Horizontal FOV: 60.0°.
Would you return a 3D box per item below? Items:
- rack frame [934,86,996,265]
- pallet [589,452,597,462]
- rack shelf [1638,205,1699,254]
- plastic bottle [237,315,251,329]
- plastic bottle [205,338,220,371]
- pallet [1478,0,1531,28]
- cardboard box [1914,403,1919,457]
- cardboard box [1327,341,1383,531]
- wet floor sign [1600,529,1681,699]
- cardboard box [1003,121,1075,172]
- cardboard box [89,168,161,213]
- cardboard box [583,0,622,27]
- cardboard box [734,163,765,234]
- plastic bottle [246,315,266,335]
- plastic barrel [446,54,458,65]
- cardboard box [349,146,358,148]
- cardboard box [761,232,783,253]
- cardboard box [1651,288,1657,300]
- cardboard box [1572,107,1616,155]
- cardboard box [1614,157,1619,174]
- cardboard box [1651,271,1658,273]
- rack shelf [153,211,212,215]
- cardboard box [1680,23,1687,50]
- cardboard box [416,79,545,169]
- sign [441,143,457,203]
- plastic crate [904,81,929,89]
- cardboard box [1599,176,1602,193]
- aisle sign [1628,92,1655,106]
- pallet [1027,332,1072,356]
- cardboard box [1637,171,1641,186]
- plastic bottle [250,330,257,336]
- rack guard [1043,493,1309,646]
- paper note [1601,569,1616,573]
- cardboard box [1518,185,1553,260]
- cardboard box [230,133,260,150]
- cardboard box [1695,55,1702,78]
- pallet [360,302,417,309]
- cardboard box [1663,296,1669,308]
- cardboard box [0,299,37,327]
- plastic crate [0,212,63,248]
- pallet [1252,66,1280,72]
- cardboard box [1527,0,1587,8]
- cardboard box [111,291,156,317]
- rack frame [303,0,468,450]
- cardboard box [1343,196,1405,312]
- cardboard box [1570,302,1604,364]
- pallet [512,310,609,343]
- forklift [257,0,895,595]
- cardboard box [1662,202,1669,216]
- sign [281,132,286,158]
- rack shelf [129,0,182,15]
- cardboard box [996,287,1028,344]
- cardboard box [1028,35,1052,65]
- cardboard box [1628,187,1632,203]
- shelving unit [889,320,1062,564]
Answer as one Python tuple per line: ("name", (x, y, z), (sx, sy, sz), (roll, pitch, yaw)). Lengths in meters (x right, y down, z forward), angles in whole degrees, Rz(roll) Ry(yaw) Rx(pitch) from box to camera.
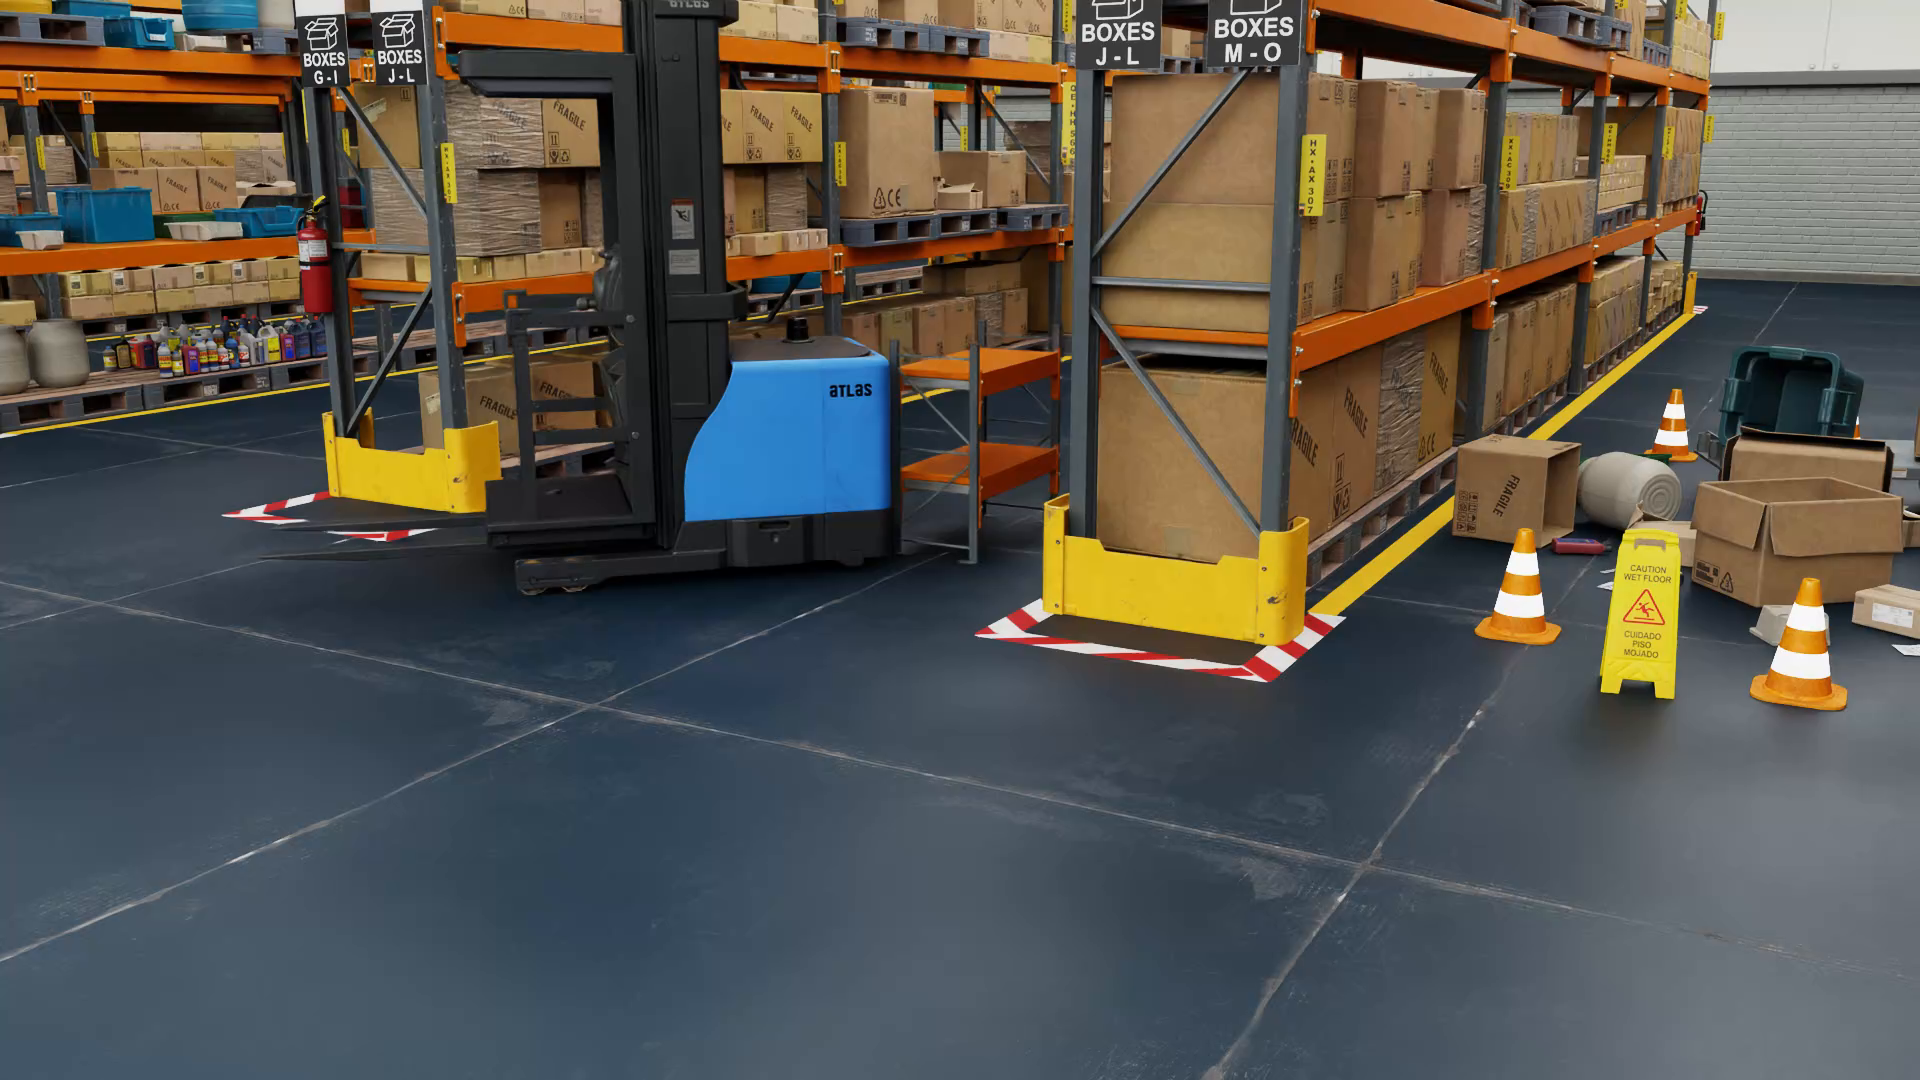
("rack frame", (0.072, -5.530, 25.572), (1.000, 3.000, 0.127), (7, 15, 28))
("pallet", (-2.276, -0.758, 11.729), (1.003, 0.211, 1.213), (7, 15, 28))
("rack shelf", (7.734, -3.626, 19.210), (1.077, 0.370, 4.000), (7, 15, 28))
("plastic bottle", (-6.483, -1.876, 15.127), (0.144, 0.351, 0.185), (8, 16, 30))
("plastic bottle", (-6.299, -1.563, 13.998), (0.097, 0.271, 0.097), (0, 14, 0))
("pallet", (3.300, -3.483, 11.090), (0.805, 0.209, 1.217), (7, 15, 26))
("cardboard box", (5.709, -0.733, 9.391), (0.500, 0.500, 0.500), (7, 15, 28))
("cardboard box", (1.660, -0.602, 8.769), (0.875, 0.875, 0.875), (7, 15, 27))
("wet floor sign", (2.685, 0.271, 6.532), (0.267, 0.644, 0.232), (5, 14, 18))
("cardboard box", (0.908, -4.012, 16.922), (0.797, 0.503, 0.637), (8, 16, 30))
("cardboard box", (-9.423, -3.943, 18.774), (0.500, 0.500, 0.500), (9, 16, 32))
("cardboard box", (-2.381, -3.349, 10.445), (0.500, 0.250, 0.500), (7, 15, 28))
("cardboard box", (-1.938, -2.516, 12.223), (0.875, 0.500, 0.500), (7, 15, 28))
("plastic bottle", (-6.356, -1.859, 15.060), (0.144, 0.351, 0.185), (7, 15, 28))
("plastic barrel", (-5.041, -5.167, 16.598), (0.600, 0.901, 0.708), (7, 15, 28))
("cardboard box", (-10.258, -6.087, 27.243), (0.980, 0.700, 0.700), (8, 16, 29))
("cardboard box", (-1.543, -2.213, 12.348), (0.380, 0.149, 0.250), (7, 15, 28))
("cardboard box", (7.639, -2.792, 18.765), (0.380, 0.149, 0.250), (8, 16, 31))
("cardboard box", (6.758, -4.372, 17.787), (0.500, 0.500, 0.500), (7, 15, 26))
("cardboard box", (5.860, -3.459, 15.352), (0.380, 0.149, 0.250), (8, 16, 30))
("cardboard box", (7.739, -2.992, 18.961), (0.380, 0.149, 0.250), (7, 15, 26))
("rack shelf", (-9.097, -3.691, 19.478), (1.077, 0.370, 4.000), (7, 15, 28))
("cardboard box", (7.455, -5.367, 17.750), (0.500, 0.250, 0.500), (7, 15, 28))
("cardboard box", (-2.823, -2.448, 9.805), (0.500, 0.500, 0.500), (7, 15, 28))
("sign", (-2.852, -2.046, 9.272), (0.100, 0.325, 0.005), (7, 15, 28))
("plastic crate", (-0.710, -6.408, 23.377), (0.437, 0.136, 0.530), (7, 15, 28))
("cardboard box", (5.372, -3.104, 14.514), (0.380, 0.149, 0.250), (8, 16, 31))
("aisle sign", (8.473, -5.699, 20.726), (0.394, 0.787, 0.004), (7, 15, 28))
("pallet", (0.987, -2.125, 17.399), (1.003, 0.211, 1.213), (7, 15, 28))
("cardboard box", (6.621, -3.634, 16.713), (0.380, 0.149, 0.250), (7, 15, 28))
("plastic bottle", (-6.139, -1.698, 14.532), (0.061, 0.283, 0.133), (7, 15, 28))
("rack guard", (0.954, 0.116, 7.484), (1.175, 0.500, 0.348), (7, 15, 28))
("paper note", (3.274, 0.155, 8.367), (0.123, 0.001, 0.032), (-8, 16, -30))
("cardboard box", (3.877, -2.256, 11.779), (0.500, 0.500, 0.500), (7, 15, 28))
("cardboard box", (-11.038, -6.066, 25.305), (0.500, 0.250, 0.500), (8, 16, 29))
("cardboard box", (8.221, -5.443, 19.129), (0.500, 0.250, 0.500), (8, 16, 30))
("pallet", (-7.736, -3.244, 22.040), (1.003, 0.211, 1.213), (7, 15, 28))
("cardboard box", (8.064, -2.799, 19.430), (0.380, 0.149, 0.250), (8, 16, 29))
("cardboard box", (-10.096, -2.378, 17.467), (0.500, 0.250, 0.500), (7, 15, 28))
("plastic crate", (-7.364, -2.444, 13.090), (0.499, 0.251, 0.408), (7, 15, 28))
("pallet", (3.469, -5.980, 21.225), (1.003, 0.211, 1.213), (7, 15, 28))
("cardboard box", (4.238, -4.116, 11.985), (0.500, 0.500, 0.500), (7, 15, 28))
("cardboard box", (-9.403, -2.657, 18.626), (0.500, 0.250, 0.500), (8, 16, 29))
("rack frame", (-3.327, -1.686, 9.629), (1.000, 3.000, 0.127), (7, 15, 28))
("cardboard box", (1.733, -1.474, 8.427), (0.875, 0.550, 0.550), (7, 15, 28))
("cardboard box", (5.399, -1.850, 14.746), (0.500, 0.500, 0.500), (7, 15, 26))
("pallet", (-4.204, -2.379, 18.450), (1.003, 0.211, 1.213), (7, 15, 28))
("forklift", (-1.909, -1.299, 8.168), (3.031, 2.935, 1.130), (-4, 14, -15))
("cardboard box", (7.649, -3.686, 18.459), (0.380, 0.149, 0.250), (8, 16, 29))
("sign", (-8.609, -5.035, 21.216), (0.100, 0.325, 0.005), (7, 15, 28))
("rack shelf", (-11.501, -7.794, 24.550), (1.077, 0.370, 4.000), (7, 15, 28))
("cardboard box", (0.234, -2.187, 16.099), (0.700, 0.500, 0.500), (6, 15, 25))
("cardboard box", (0.525, -4.588, 15.583), (0.500, 0.250, 0.500), (7, 15, 28))
("cardboard box", (6.380, -3.388, 16.327), (0.380, 0.149, 0.250), (7, 15, 25))
("shelving unit", (0.100, -0.558, 8.950), (0.538, 1.125, 1.048), (7, 15, 26))
